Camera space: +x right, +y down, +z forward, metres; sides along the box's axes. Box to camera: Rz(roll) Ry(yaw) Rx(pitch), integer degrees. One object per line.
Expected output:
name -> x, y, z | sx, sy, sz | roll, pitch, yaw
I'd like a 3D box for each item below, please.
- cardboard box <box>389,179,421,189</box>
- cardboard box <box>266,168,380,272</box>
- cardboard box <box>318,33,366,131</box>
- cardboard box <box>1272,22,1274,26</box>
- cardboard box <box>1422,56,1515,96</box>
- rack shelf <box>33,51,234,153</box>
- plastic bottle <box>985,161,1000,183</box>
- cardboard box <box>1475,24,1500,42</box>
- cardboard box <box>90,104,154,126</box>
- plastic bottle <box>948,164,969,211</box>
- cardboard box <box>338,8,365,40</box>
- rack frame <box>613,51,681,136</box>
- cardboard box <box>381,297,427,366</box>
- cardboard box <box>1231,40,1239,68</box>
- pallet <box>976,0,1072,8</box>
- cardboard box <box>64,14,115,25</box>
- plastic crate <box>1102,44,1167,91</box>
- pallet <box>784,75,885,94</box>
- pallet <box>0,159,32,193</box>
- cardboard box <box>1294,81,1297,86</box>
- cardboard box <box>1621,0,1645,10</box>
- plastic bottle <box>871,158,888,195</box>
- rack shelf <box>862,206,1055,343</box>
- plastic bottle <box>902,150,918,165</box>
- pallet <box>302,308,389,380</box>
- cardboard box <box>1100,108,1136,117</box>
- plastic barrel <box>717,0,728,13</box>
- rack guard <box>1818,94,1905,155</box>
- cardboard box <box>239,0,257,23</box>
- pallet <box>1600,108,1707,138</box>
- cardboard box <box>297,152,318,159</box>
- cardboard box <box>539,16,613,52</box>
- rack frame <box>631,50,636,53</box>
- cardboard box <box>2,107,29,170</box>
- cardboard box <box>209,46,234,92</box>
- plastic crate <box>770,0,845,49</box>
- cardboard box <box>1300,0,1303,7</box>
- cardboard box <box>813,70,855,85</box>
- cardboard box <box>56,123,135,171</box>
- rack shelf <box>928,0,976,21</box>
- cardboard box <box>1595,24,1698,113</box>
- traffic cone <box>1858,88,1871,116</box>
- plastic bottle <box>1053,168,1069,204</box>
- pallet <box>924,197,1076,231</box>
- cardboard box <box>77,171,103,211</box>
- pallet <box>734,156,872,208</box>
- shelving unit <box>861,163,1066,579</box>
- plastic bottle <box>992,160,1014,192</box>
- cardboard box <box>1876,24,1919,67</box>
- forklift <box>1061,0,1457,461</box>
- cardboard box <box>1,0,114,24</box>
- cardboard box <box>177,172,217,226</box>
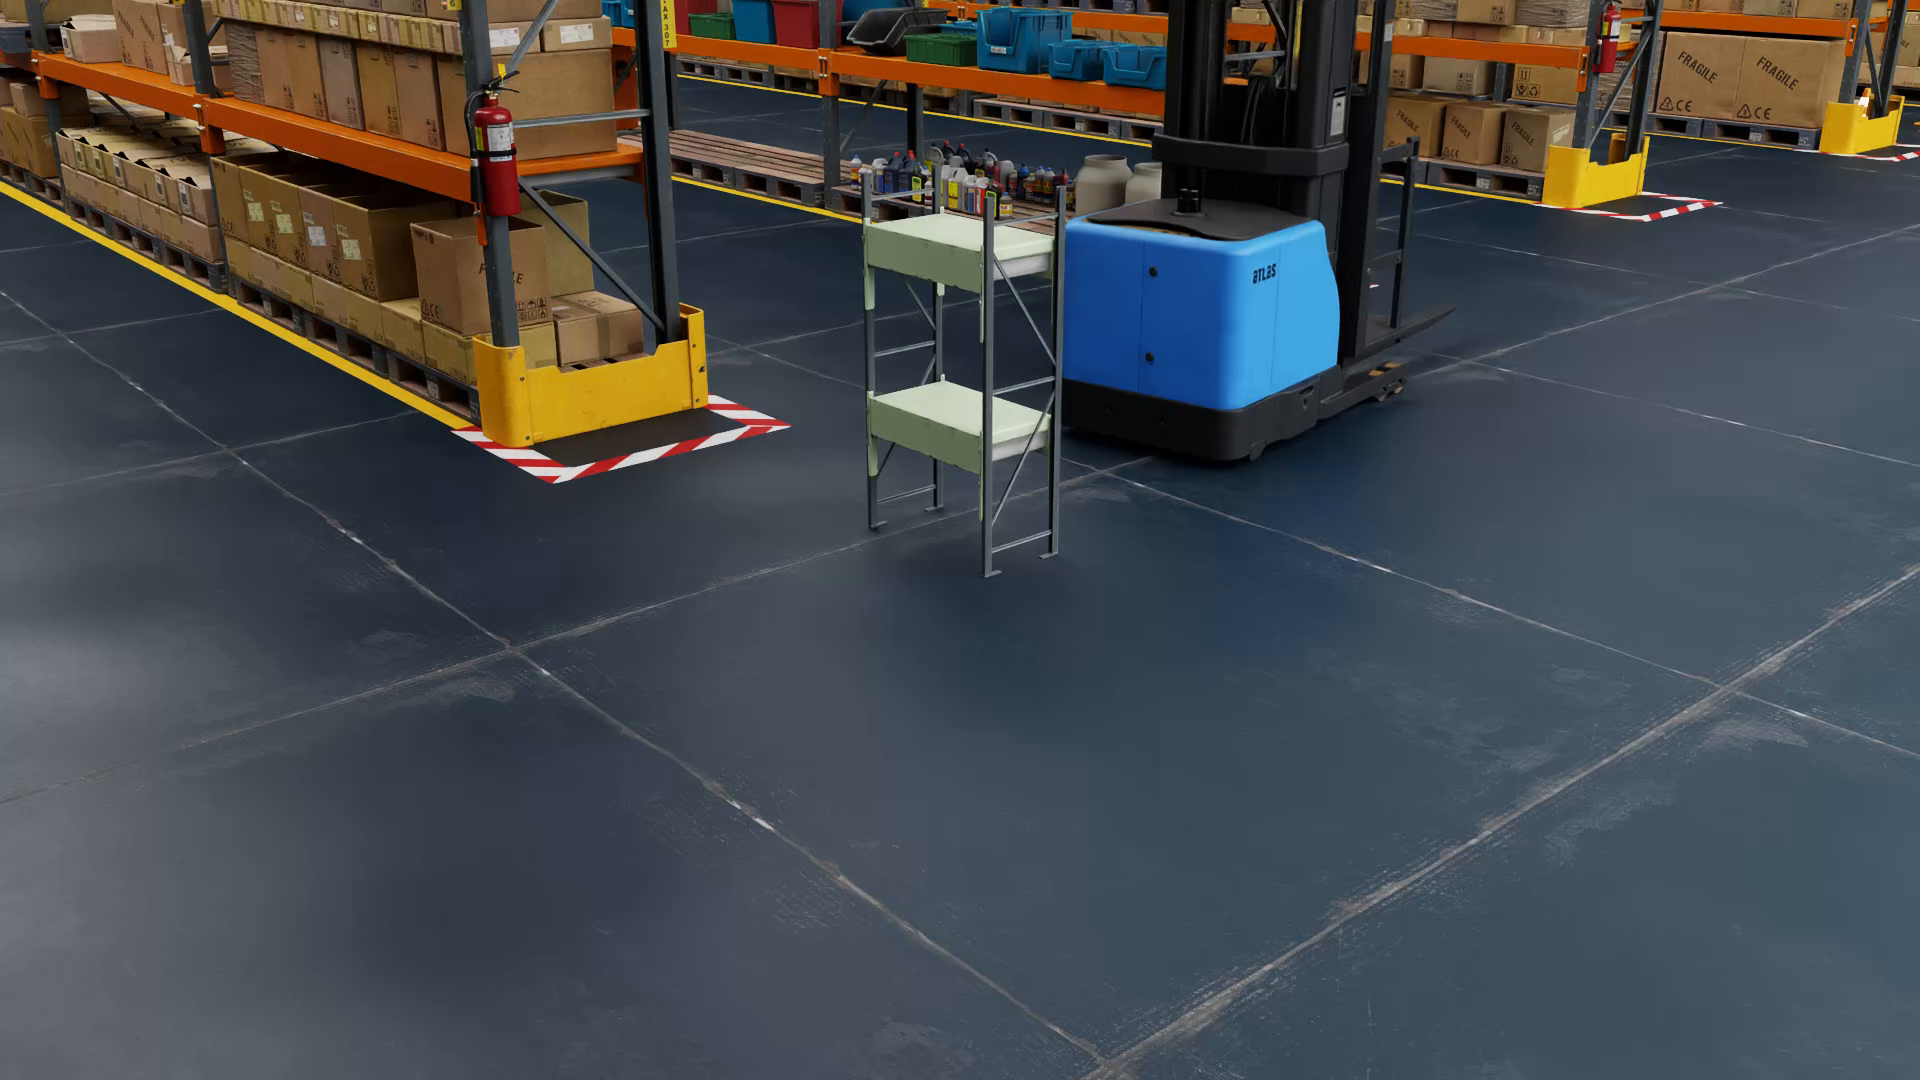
cardboard box -> -3.038, -1.911, 9.917 | 0.500, 0.500, 0.500 | -17, 27, -37
cardboard box -> -3.772, -1.921, 9.942 | 0.500, 0.500, 0.500 | -17, 27, -37
cardboard box -> -3.187, -2.636, 9.465 | 0.700, 0.500, 0.500 | -16, 27, -36
cardboard box -> 3.267, -5.110, 16.263 | 0.380, 0.149, 0.250 | -17, 27, -37
cardboard box -> 6.367, -5.944, 20.556 | 1.050, 0.750, 0.750 | -18, 27, -38
rack shelf -> -5.795, -3.353, 12.419 | 1.077, 0.370, 4.000 | -17, 27, -37
plastic bottle -> 0.263, -2.931, 13.476 | 0.061, 0.283, 0.133 | -17, 27, -37
cardboard box -> 4.769, -4.499, 14.703 | 0.380, 0.149, 0.250 | -17, 27, -37
cardboard box -> -7.528, -3.619, 14.935 | 0.500, 0.500, 0.500 | -19, 28, -39
plastic bottle -> 0.000, -2.743, 12.902 | 0.144, 0.351, 0.185 | -16, 27, -35
cardboard box -> -3.119, -2.797, 8.985 | 0.380, 0.149, 0.250 | -17, 27, -36
rack frame -> -3.346, -5.419, 16.707 | 1.000, 3.000, 0.127 | -17, 27, -37
cardboard box -> -2.788, -1.159, 9.024 | 0.500, 0.250, 0.500 | -17, 27, -37
cardboard box -> 3.602, -6.902, 23.345 | 0.500, 0.500, 0.500 | -18, 27, -38
pallet -> 0.952, -6.337, 19.314 | 1.213, 0.211, 1.003 | -17, 27, -37
cardboard box -> -6.897, -4.088, 13.432 | 0.500, 0.311, 0.500 | -15, 26, -34
plastic crate -> 1.323, -3.207, 11.262 | 0.499, 0.251, 0.616 | -17, 27, -37
pallet -> -1.644, -6.210, 22.549 | 1.003, 0.211, 1.213 | -17, 27, -37
pallet -> -8.352, -3.495, 15.617 | 1.003, 0.211, 1.213 | -17, 27, -37
cardboard box -> 3.248, -4.405, 16.968 | 0.500, 0.500, 0.500 | -18, 28, -39
cardboard box -> 7.730, -6.293, 18.732 | 0.875, 0.550, 0.550 | -17, 27, -37
plastic bottle -> -0.627, -2.975, 13.599 | 0.152, 0.276, 0.135 | -16, 27, -36
rack shelf -> 0.004, -1.060, 6.563 | 0.431, 0.370, 0.720 | -17, 27, -37
plastic bottle -> -0.413, -2.998, 13.554 | 0.144, 0.351, 0.185 | -17, 27, -37
pallet -> -3.202, -1.270, 9.938 | 1.003, 0.211, 1.213 | -17, 27, -37
cardboard box -> 1.970, -4.999, 18.459 | 0.500, 0.500, 0.700 | 20, 29, 41
plastic barrel -> -2.238, -5.121, 15.793 | 0.421, 0.512, 0.421 | 0, 21, 0
rack guard -> 9.468, -4.370, 17.456 | 1.175, 0.500, 0.348 | -17, 27, -37
cardboard box -> -4.127, -3.224, 10.075 | 0.380, 0.149, 0.250 | -18, 28, -39
pallet -> 8.078, -4.781, 18.902 | 1.003, 0.211, 1.213 | -17, 27, -37
cardboard box -> -4.894, -2.625, 11.999 | 0.500, 0.311, 0.500 | -18, 28, -38
cardboard box -> -1.972, -2.539, 8.327 | 0.380, 0.149, 0.250 | -18, 27, -38
rack frame -> -4.816, -8.808, 25.360 | 1.000, 3.000, 0.127 | -17, 27, -37
cardboard box -> -8.227, -3.627, 14.957 | 0.500, 0.500, 0.500 | -19, 28, -39
cardboard box -> -4.844, -3.192, 11.225 | 0.500, 0.250, 0.500 | -15, 26, -34
plastic crate -> -1.283, -4.405, 14.029 | 0.402, 0.464, 0.583 | -17, 27, -37
cardboard box -> 3.564, -5.392, 16.094 | 0.875, 0.500, 0.500 | -17, 27, -37
cardboard box -> -1.188, -6.491, 21.780 | 1.225, 0.875, 0.875 | -19, 28, -39
cardboard box -> -6.982, -3.203, 13.473 | 0.500, 0.311, 0.500 | -16, 27, -36
rack shelf -> -0.899, -6.816, 21.259 | 1.077, 0.370, 4.000 | -17, 27, -37
cardboard box -> 7.790, -5.413, 19.030 | 0.875, 0.875, 0.875 | -17, 27, -37
traffic cone -> 10.181, -4.844, 18.717 | 0.336, 0.463, 0.334 | -17, 27, -37
plastic bottle -> 0.795, -2.791, 13.118 | 0.061, 0.283, 0.133 | -17, 27, -37
pallet -> 0.472, -2.483, 13.033 | 1.003, 0.211, 1.213 | -17, 27, -37
cardboard box -> -6.653, -2.803, 13.222 | 0.500, 0.250, 0.500 | -18, 28, -39
pallet -> -1.277, -3.223, 14.924 | 1.003, 0.211, 1.213 | -17, 27, -37
shelving unit -> 0.004, -0.697, 6.706 | 0.431, 1.500, 0.755 | -17, 27, -37
plastic bottle -> 0.343, -2.953, 13.542 | 0.152, 0.276, 0.135 | -17, 27, -36
cardboard box -> 12.072, -6.314, 21.158 | 0.500, 0.500, 0.500 | -16, 27, -36
forklift -> 1.778, -2.203, 8.589 | 1.130, 2.935, 3.031 | 16, 27, 35
cardboard box -> -7.597, -4.630, 13.980 | 0.500, 0.500, 0.700 | 12, 24, 28
cardboard box -> -4.971, -2.356, 11.311 | 0.500, 0.311, 0.500 | -17, 27, -37
